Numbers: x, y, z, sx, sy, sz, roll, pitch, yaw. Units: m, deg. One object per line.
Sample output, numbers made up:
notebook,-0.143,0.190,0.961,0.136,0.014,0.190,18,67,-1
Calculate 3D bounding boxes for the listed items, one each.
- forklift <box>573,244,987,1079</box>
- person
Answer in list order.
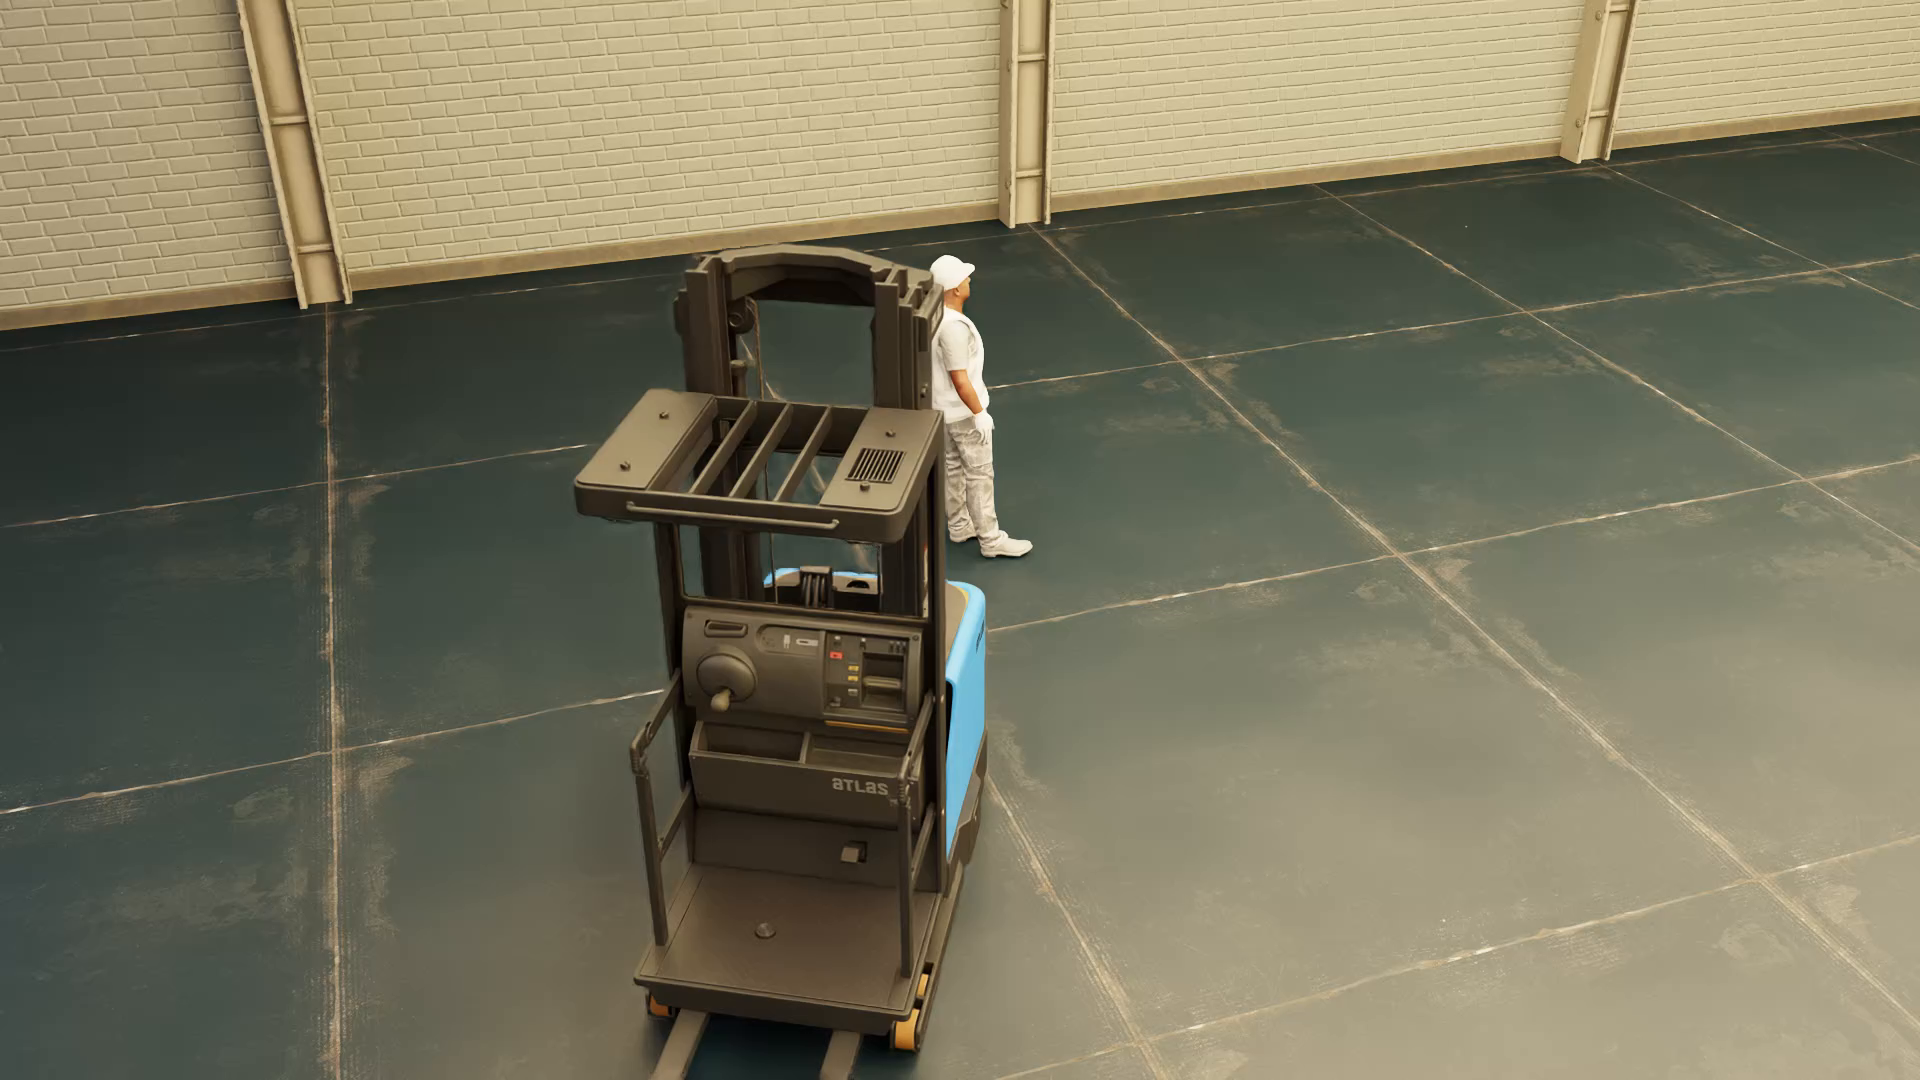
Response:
forklift,-12.352,2.059,3.508,23.089,2.935,13.213,5,30,9
person,0.080,-0.788,9.594,0.557,1.784,0.656,-10,31,-16
